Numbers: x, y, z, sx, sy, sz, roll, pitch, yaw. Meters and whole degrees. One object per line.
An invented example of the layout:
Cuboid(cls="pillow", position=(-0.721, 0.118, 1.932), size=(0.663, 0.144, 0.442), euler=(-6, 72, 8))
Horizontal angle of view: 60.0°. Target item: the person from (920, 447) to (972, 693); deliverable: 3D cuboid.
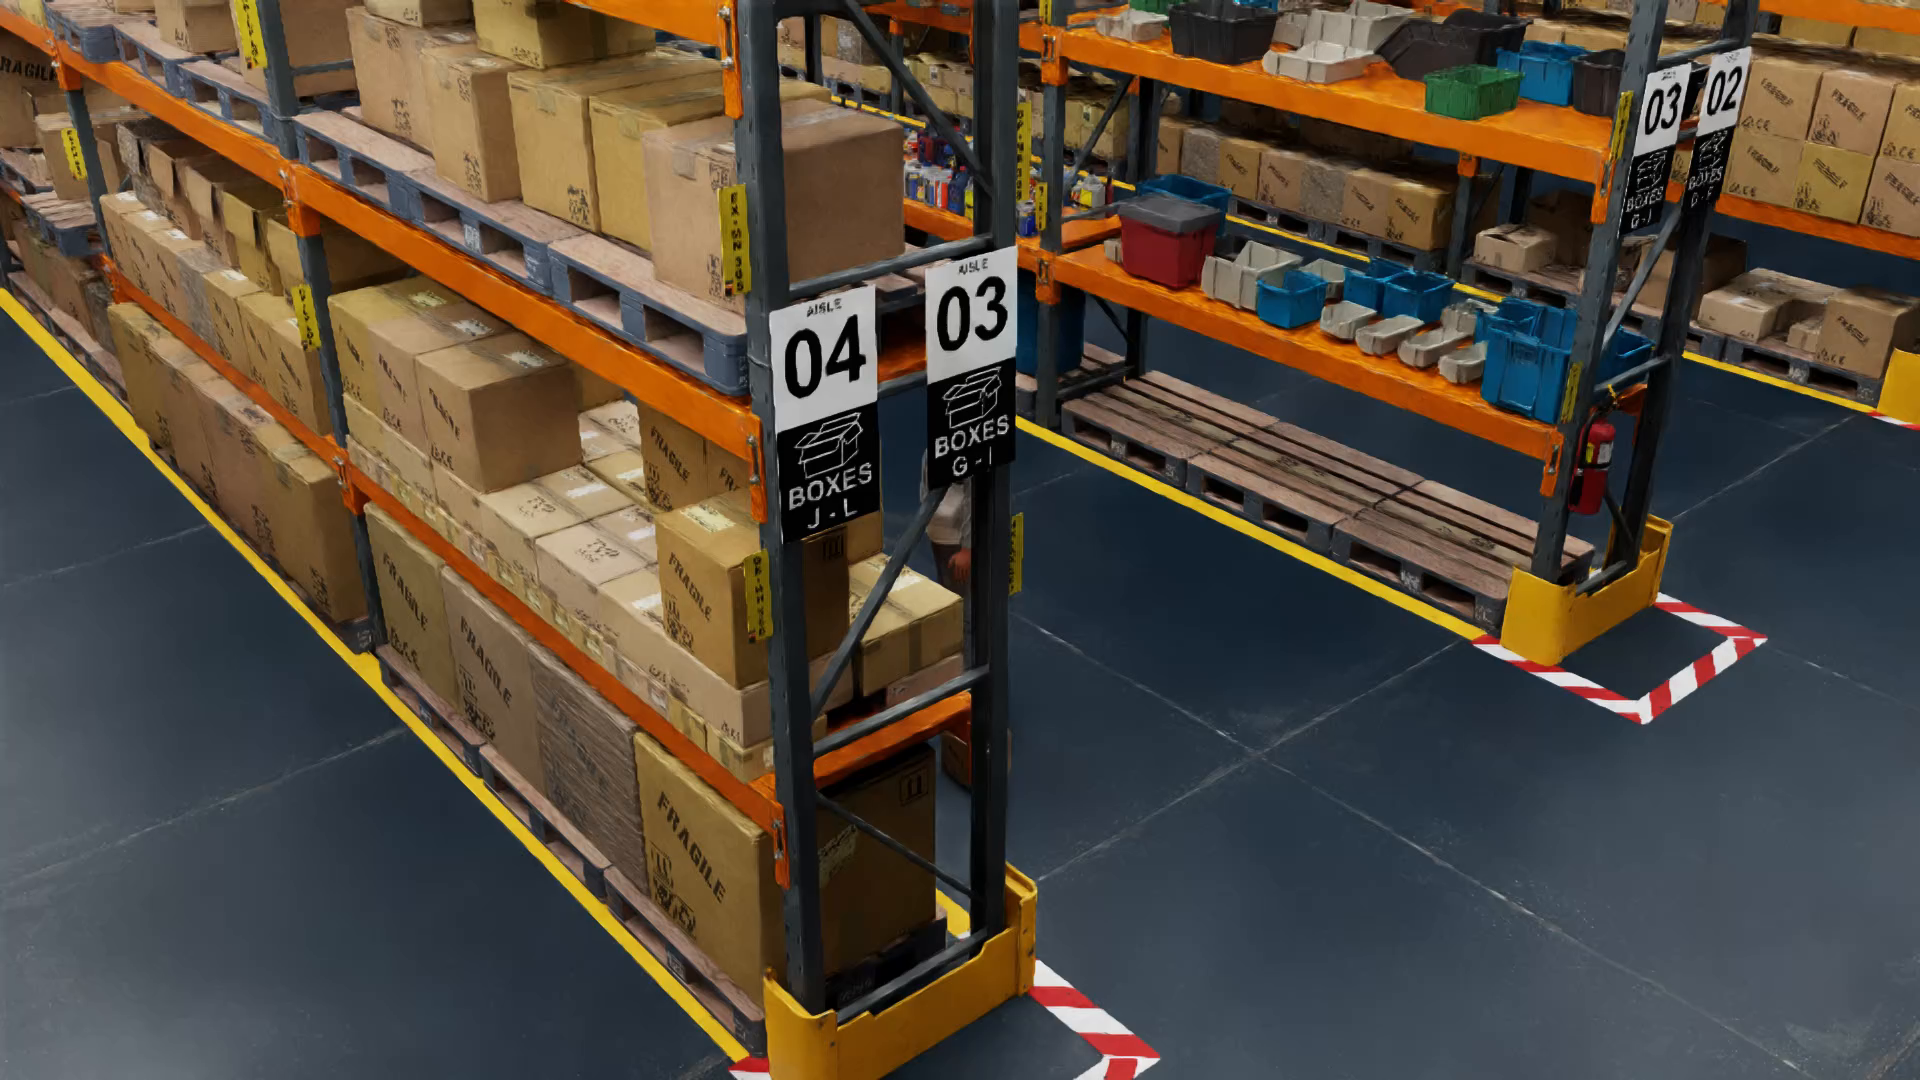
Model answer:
Cuboid(cls="person", position=(-0.030, -0.042, 8.622), size=(0.379, 1.776, 0.628), euler=(-7, 29, -13))
